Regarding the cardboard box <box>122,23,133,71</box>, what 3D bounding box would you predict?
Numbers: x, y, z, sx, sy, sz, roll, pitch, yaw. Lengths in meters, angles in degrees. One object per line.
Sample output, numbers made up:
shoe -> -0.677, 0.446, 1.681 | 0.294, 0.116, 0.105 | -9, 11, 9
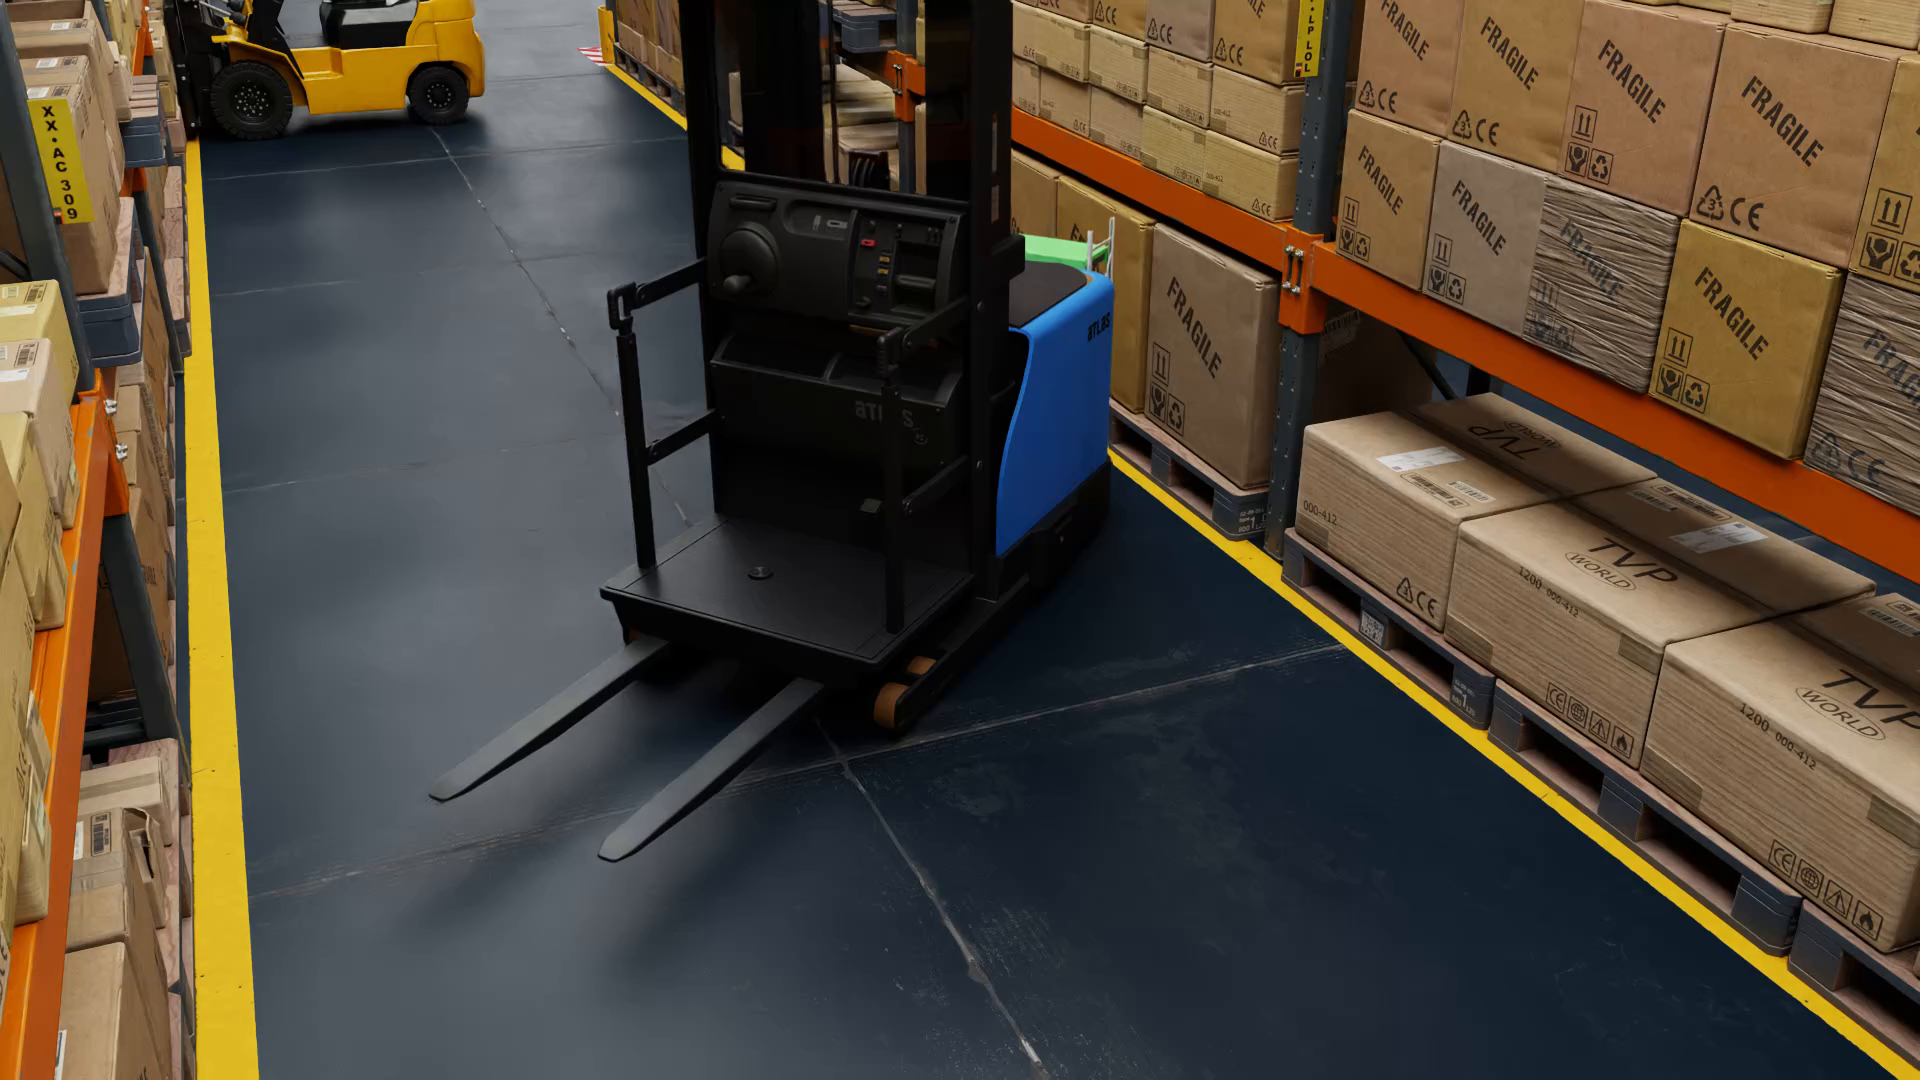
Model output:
cardboard box -> -4.785, -2.690, 9.012 | 0.500, 0.250, 0.500 | -12, 28, -22

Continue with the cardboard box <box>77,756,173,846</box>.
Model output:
cardboard box -> -2.381, 0.756, 4.554 | 0.380, 0.149, 0.250 | -11, 28, -22

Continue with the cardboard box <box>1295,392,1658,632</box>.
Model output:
cardboard box -> 1.844, -0.131, 6.041 | 0.875, 0.438, 0.875 | -11, 28, -21

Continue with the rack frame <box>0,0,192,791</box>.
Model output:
rack frame -> -2.869, -0.511, 4.378 | 1.000, 3.000, 0.127 | -11, 28, -21

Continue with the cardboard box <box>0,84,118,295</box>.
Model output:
cardboard box -> -2.853, -0.978, 4.742 | 0.700, 0.500, 0.500 | -10, 28, -19

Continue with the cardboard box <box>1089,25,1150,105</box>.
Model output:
cardboard box -> 0.889, -2.067, 7.167 | 0.500, 0.250, 0.500 | -10, 28, -19

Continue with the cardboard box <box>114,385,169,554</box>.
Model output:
cardboard box -> -3.260, -0.226, 6.164 | 0.500, 0.500, 0.500 | -11, 28, -22

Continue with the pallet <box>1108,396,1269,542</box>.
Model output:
pallet -> 1.325, -0.411, 7.351 | 1.003, 0.211, 1.213 | -11, 28, -21

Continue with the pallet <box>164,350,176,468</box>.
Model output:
pallet -> -4.178, -0.565, 7.666 | 1.003, 0.211, 1.213 | -11, 28, -21

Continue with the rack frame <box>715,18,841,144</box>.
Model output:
rack frame -> -1.436, -4.595, 12.742 | 1.000, 3.000, 0.127 | -11, 28, -21

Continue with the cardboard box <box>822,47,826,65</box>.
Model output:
cardboard box -> -1.419, -4.170, 13.672 | 0.500, 0.500, 0.500 | -9, 27, -18

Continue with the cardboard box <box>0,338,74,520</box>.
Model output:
cardboard box -> -2.235, -0.214, 3.601 | 0.500, 0.250, 0.500 | -10, 28, -20

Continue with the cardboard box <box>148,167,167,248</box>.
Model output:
cardboard box -> -5.194, -2.036, 9.729 | 0.875, 0.625, 0.625 | -12, 28, -23

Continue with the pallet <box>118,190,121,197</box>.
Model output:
pallet -> -3.670, -1.255, 6.121 | 1.003, 0.211, 1.213 | -11, 28, -21

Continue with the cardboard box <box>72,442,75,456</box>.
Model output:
cardboard box -> -2.390, -0.211, 4.050 | 0.380, 0.149, 0.250 | -10, 28, -19

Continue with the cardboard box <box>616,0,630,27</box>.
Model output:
cardboard box -> -2.931, -5.117, 15.612 | 0.500, 0.500, 0.500 | -12, 28, -22

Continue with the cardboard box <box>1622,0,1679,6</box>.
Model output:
cardboard box -> 1.954, -1.559, 4.532 | 0.380, 0.149, 0.250 | -11, 28, -22

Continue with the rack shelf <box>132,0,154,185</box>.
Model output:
rack shelf -> -5.219, -2.610, 9.497 | 1.077, 0.370, 4.000 | -11, 28, -21

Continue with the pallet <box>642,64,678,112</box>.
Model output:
pallet -> -2.213, -4.100, 14.907 | 1.003, 0.211, 1.213 | -11, 28, -21

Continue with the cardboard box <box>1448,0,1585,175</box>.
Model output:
cardboard box -> 1.852, -1.421, 4.987 | 0.500, 0.500, 0.500 | -11, 28, -21

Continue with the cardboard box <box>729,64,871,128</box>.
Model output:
cardboard box -> -1.228, -3.391, 12.794 | 0.950, 0.372, 0.625 | -10, 28, -20

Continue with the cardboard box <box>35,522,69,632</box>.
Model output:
cardboard box -> -2.062, 0.098, 3.416 | 0.380, 0.149, 0.250 | -11, 28, -21

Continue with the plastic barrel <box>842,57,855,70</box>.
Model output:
plastic barrel -> -0.801, -4.478, 15.440 | 0.512, 0.421, 0.421 | 8, 27, 15

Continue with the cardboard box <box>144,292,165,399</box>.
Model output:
cardboard box -> -3.886, -0.854, 7.450 | 0.500, 0.500, 0.500 | -11, 28, -21

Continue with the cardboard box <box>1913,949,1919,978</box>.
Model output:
cardboard box -> 2.913, 0.963, 3.801 | 0.875, 0.438, 0.875 | -12, 28, -22

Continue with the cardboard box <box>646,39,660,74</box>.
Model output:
cardboard box -> -2.523, -4.364, 14.925 | 0.500, 0.250, 0.500 | -9, 27, -17

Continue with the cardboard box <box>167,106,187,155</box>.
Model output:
cardboard box -> -5.887, -2.946, 12.020 | 0.500, 0.250, 0.500 | -10, 28, -20

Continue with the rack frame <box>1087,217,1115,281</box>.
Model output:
rack frame -> 0.558, -0.706, 6.827 | 0.015, 1.200, 0.240 | 13, 29, 25

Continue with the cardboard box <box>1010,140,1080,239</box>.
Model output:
cardboard box -> 0.670, -1.560, 8.470 | 0.875, 0.875, 0.875 | -10, 28, -20

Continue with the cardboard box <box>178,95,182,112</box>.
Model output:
cardboard box -> -6.496, -3.561, 13.281 | 0.500, 0.250, 0.500 | -10, 28, -19

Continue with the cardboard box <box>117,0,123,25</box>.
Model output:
cardboard box -> -4.579, -2.706, 8.475 | 0.500, 0.250, 0.500 | -10, 28, -19

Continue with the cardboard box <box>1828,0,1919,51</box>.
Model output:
cardboard box -> 2.303, -1.262, 3.922 | 0.380, 0.149, 0.250 | -10, 28, -19

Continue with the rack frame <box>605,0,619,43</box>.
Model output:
rack frame -> -3.003, -6.210, 16.050 | 1.000, 3.000, 0.127 | -11, 28, -21

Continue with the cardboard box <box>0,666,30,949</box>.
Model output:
cardboard box -> -1.631, 0.401, 2.343 | 0.500, 0.250, 0.500 | -11, 28, -22

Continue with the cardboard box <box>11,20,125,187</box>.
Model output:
cardboard box -> -3.363, -1.504, 5.819 | 0.700, 0.500, 0.500 | -11, 28, -21

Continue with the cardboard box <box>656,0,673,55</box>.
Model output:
cardboard box -> -2.316, -4.489, 14.325 | 0.500, 0.500, 0.500 | -9, 27, -18

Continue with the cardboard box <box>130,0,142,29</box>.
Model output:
cardboard box -> -5.362, -3.313, 10.287 | 0.500, 0.250, 0.500 | -11, 28, -21

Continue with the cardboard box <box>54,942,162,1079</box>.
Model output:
cardboard box -> -1.869, 1.193, 3.258 | 0.500, 0.500, 0.500 | -10, 28, -20

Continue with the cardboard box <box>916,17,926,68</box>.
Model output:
cardboard box -> 0.091, -2.672, 8.975 | 0.500, 0.250, 0.500 | -11, 28, -21

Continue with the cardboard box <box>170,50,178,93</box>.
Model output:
cardboard box -> -6.293, -3.575, 12.738 | 0.500, 0.250, 0.500 | -11, 28, -21

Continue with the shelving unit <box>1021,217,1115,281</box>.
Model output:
shelving unit -> 0.342, -0.756, 6.929 | 0.503, 1.200, 0.258 | 13, 29, 25

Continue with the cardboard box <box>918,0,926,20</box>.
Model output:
cardboard box -> 0.102, -2.890, 8.852 | 0.500, 0.250, 0.500 | -11, 28, -21

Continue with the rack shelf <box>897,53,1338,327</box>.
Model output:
rack shelf -> 0.914, -1.849, 7.939 | 1.077, 0.370, 4.000 | -11, 28, -21

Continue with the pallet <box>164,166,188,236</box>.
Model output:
pallet -> -5.677, -2.197, 11.009 | 1.003, 0.211, 1.213 | -11, 28, -21

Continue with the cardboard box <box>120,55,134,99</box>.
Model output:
cardboard box -> -3.825, -2.002, 7.240 | 0.380, 0.149, 0.250 | -10, 28, -20

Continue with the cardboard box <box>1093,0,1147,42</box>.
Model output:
cardboard box -> 0.901, -2.412, 7.019 | 0.500, 0.500, 0.500 | -10, 28, -19

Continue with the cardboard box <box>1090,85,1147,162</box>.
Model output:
cardboard box -> 0.911, -1.848, 7.288 | 0.500, 0.250, 0.500 | -11, 28, -22

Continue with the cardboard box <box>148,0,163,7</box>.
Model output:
cardboard box -> -6.689, -4.218, 13.487 | 0.500, 0.250, 0.500 | -10, 28, -20

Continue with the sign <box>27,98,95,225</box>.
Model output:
sign -> -2.373, -0.996, 4.385 | 0.100, 0.325, 0.005 | -11, 28, -21

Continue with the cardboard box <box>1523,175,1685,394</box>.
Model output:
cardboard box -> 2.022, -0.770, 4.794 | 0.500, 0.500, 0.500 | -10, 28, -20

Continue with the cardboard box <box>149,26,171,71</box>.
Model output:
cardboard box -> -6.094, -3.600, 12.221 | 0.500, 0.250, 0.500 | -11, 28, -21

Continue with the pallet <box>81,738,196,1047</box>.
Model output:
pallet -> -2.601, 1.020, 4.421 | 1.003, 0.211, 1.213 | -11, 28, -21

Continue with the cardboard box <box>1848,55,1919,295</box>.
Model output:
cardboard box -> 2.433, -0.805, 3.726 | 0.500, 0.500, 0.500 | -11, 28, -21

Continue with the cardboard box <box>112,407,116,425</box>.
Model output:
cardboard box -> -3.239, -0.474, 5.933 | 0.380, 0.149, 0.250 | -11, 28, -21

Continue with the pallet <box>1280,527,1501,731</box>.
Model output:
pallet -> 1.923, 0.208, 6.083 | 1.003, 0.211, 1.213 | -11, 28, -21

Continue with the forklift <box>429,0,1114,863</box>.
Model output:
forklift -> -0.522, -0.908, 5.268 | 1.130, 2.935, 3.031 | 13, 29, 25

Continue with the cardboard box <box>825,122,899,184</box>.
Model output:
cardboard box -> -0.378, -2.514, 10.997 | 0.950, 0.372, 0.625 | -11, 28, -22
